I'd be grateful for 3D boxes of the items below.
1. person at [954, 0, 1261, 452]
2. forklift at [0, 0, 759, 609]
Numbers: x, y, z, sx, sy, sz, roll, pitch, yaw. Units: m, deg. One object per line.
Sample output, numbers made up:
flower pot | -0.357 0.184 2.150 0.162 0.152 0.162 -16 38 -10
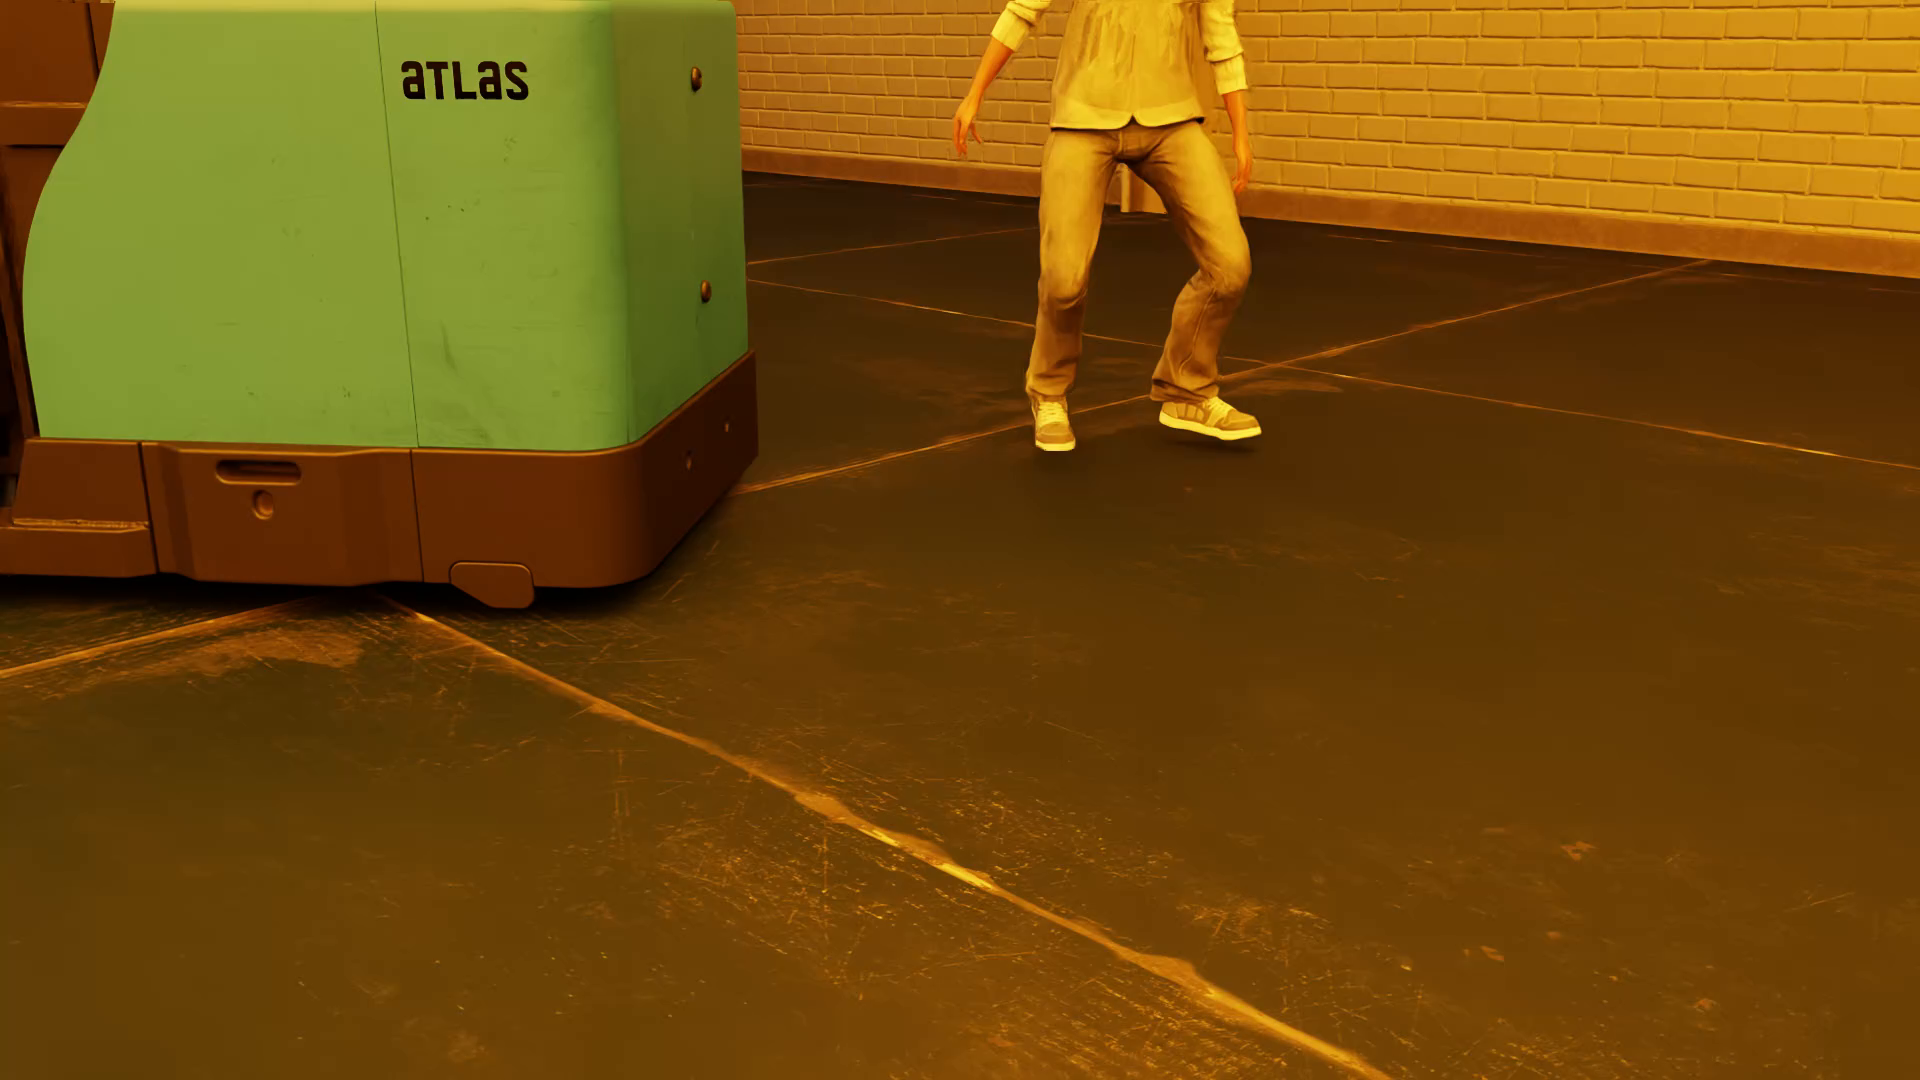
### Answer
person | 0.359 -0.960 3.900 0.747 1.550 0.450 -1 17 -3
forklift | -2.009 -1.446 3.112 3.031 2.935 1.130 2 17 6
